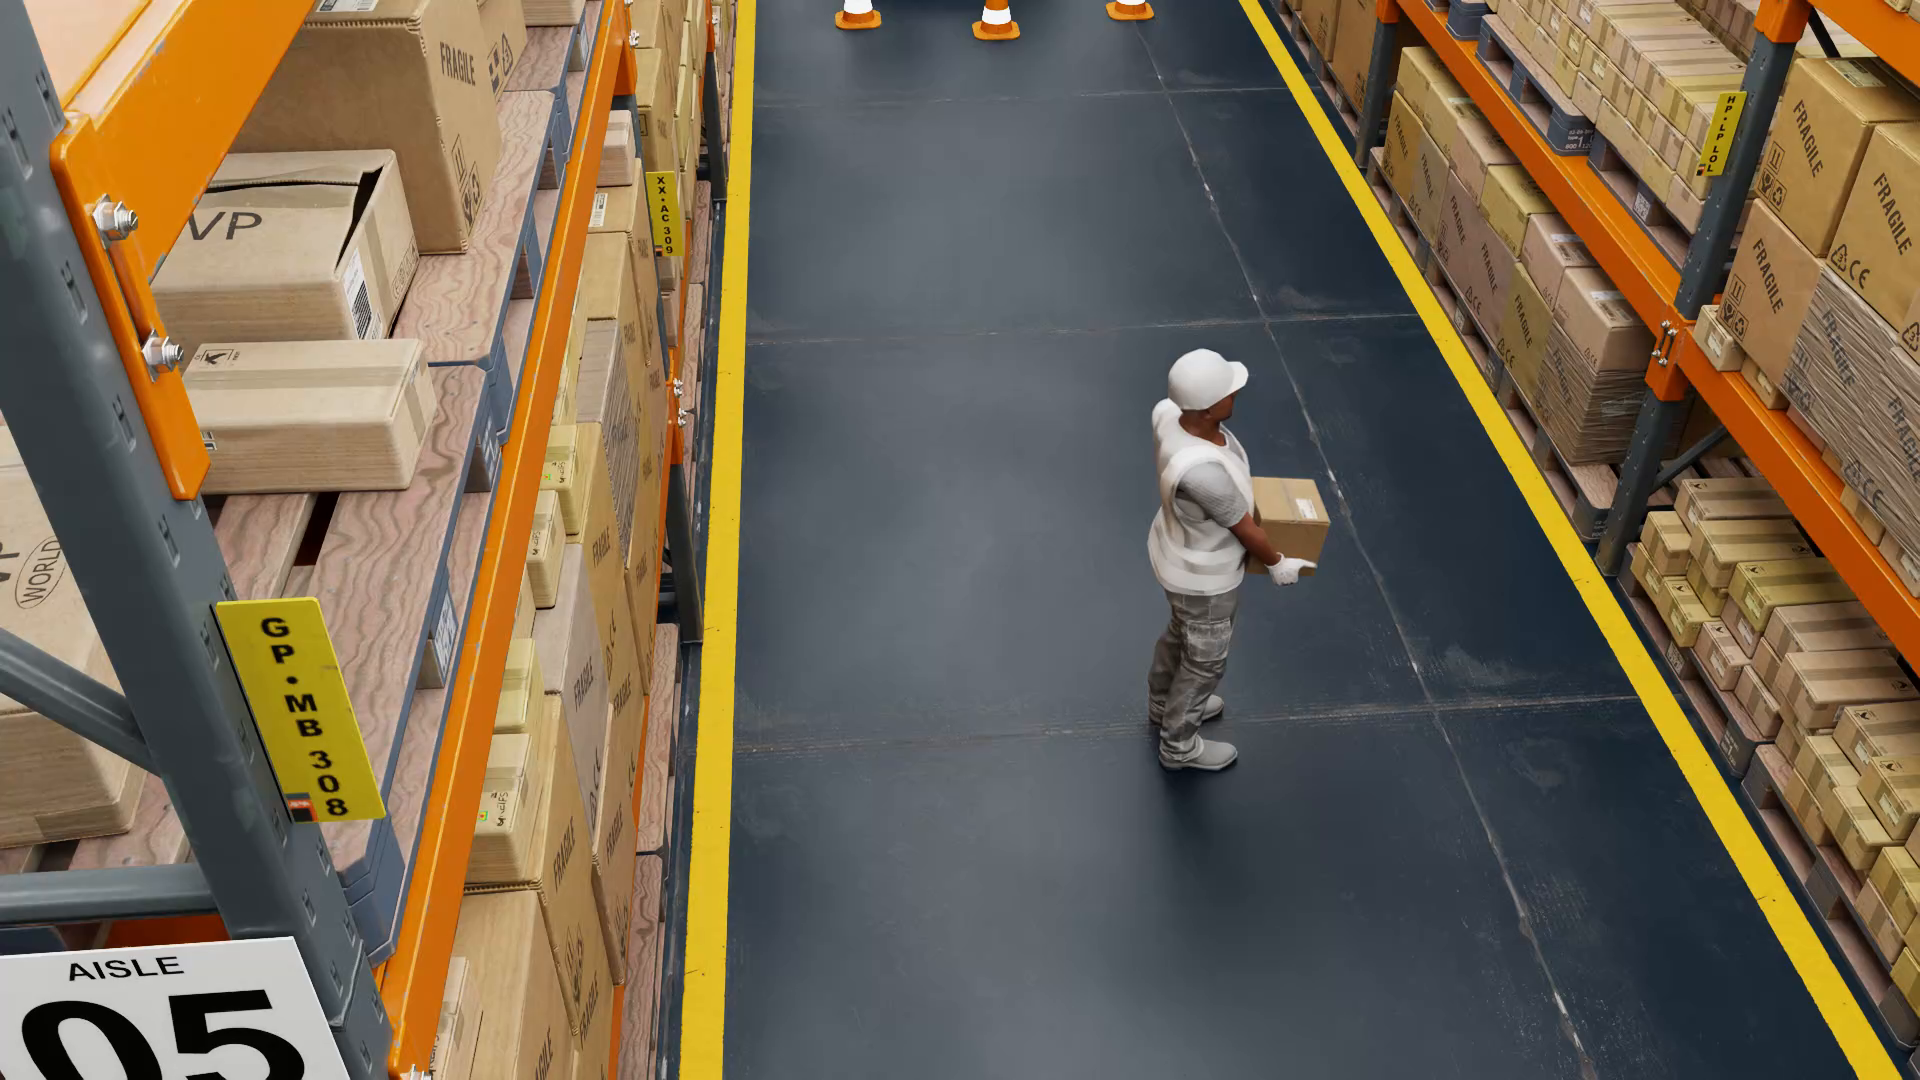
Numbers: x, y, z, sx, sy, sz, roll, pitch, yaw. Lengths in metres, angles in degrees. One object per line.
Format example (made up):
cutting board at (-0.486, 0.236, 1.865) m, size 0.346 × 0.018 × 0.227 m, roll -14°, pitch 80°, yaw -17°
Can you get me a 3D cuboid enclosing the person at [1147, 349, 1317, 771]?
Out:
person at (0.966, 0.073, 6.051) m, size 0.584 × 1.778 × 0.487 m, roll -3°, pitch 39°, yaw -3°
